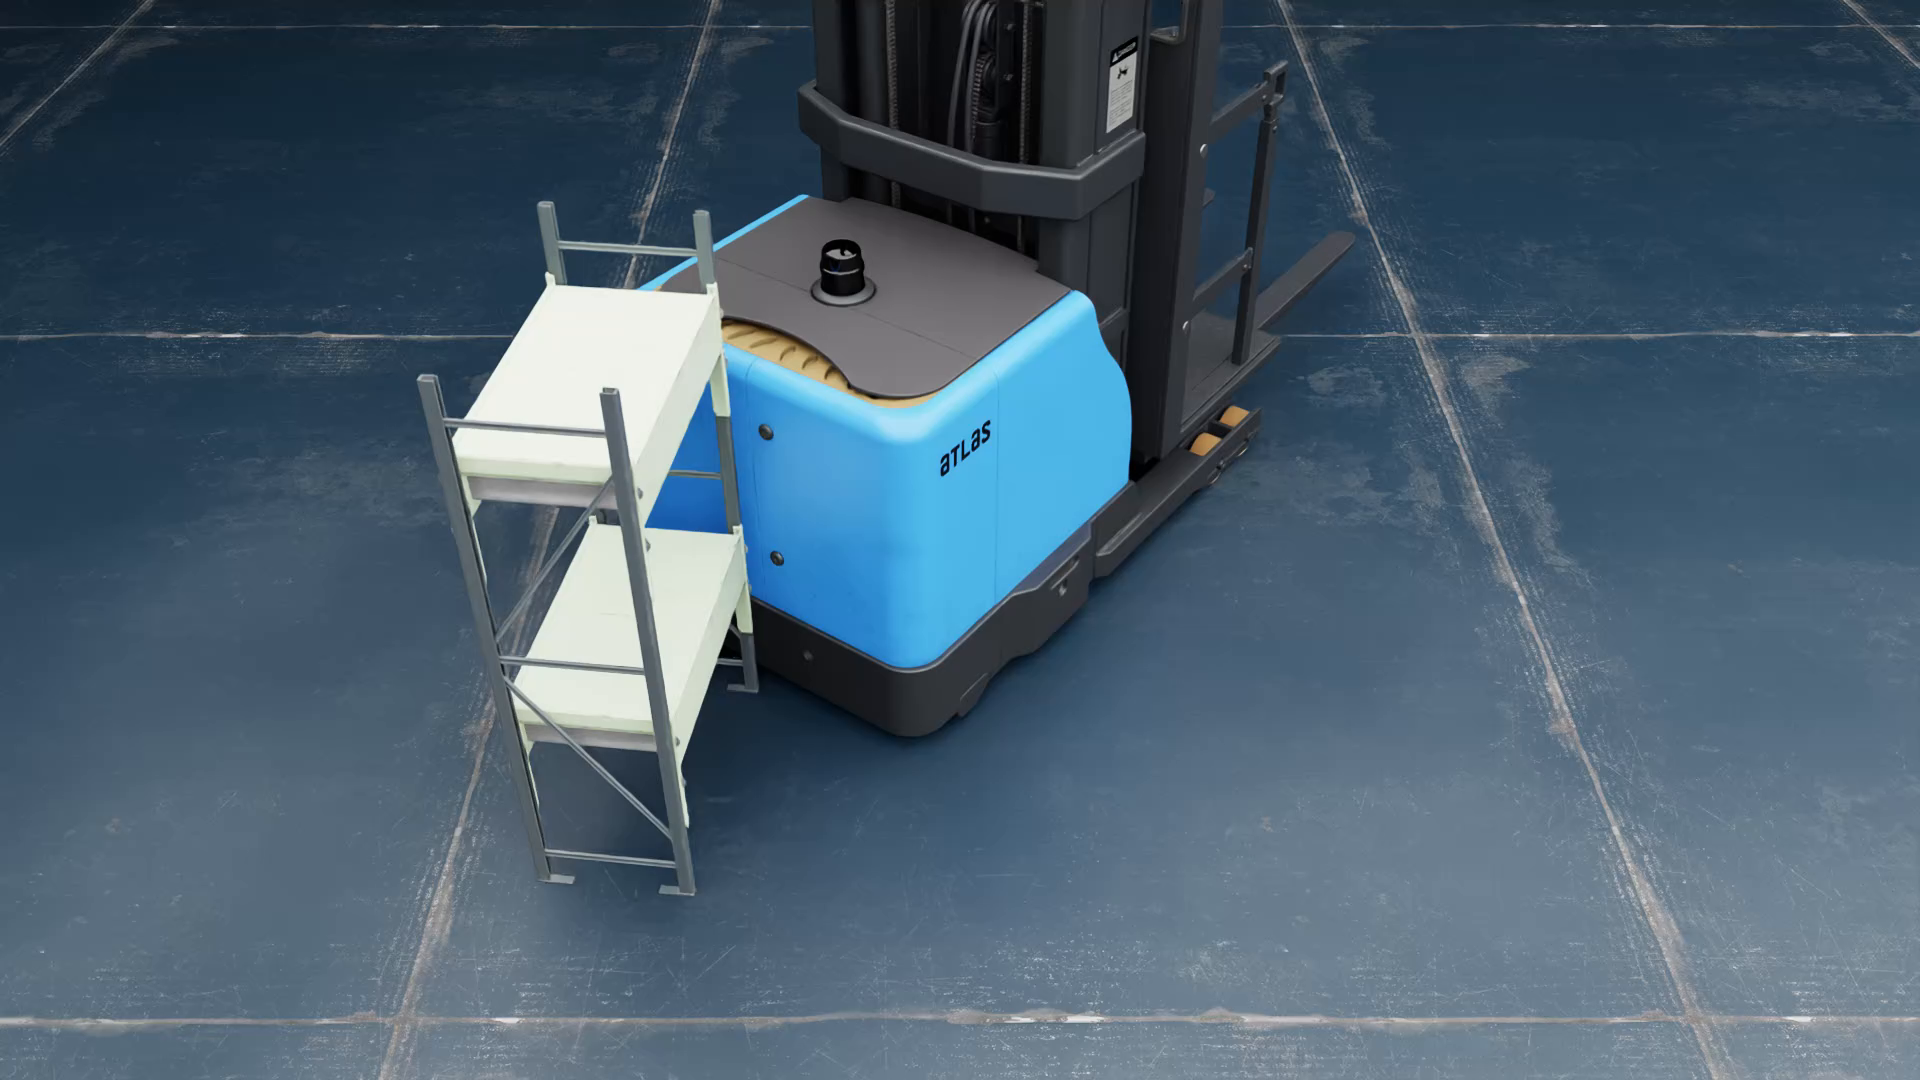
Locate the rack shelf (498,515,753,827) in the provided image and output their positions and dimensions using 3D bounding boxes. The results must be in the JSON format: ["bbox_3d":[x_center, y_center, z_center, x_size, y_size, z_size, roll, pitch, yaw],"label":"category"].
[{"bbox_3d":[-0.815,0.310,4.186,0.431,0.370,0.720,4,39,5],"label":"rack shelf"}]

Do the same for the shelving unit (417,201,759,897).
[{"bbox_3d":[-0.815,0.055,3.982,0.431,1.500,0.755,4,39,5],"label":"shelving unit"}]

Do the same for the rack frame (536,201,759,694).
[{"bbox_3d":[-0.770,-0.172,4.265,0.400,1.500,0.023,4,39,5],"label":"rack frame"}]

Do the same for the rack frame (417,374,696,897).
[{"bbox_3d":[-0.859,0.282,3.698,0.400,1.500,0.023,4,39,5],"label":"rack frame"}]

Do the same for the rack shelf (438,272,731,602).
[{"bbox_3d":[-0.815,-0.249,3.738,0.431,0.370,0.720,4,39,5],"label":"rack shelf"}]

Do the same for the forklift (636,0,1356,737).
[{"bbox_3d":[0.354,-1.490,4.765,1.130,2.935,3.031,24,45,27],"label":"forklift"}]
